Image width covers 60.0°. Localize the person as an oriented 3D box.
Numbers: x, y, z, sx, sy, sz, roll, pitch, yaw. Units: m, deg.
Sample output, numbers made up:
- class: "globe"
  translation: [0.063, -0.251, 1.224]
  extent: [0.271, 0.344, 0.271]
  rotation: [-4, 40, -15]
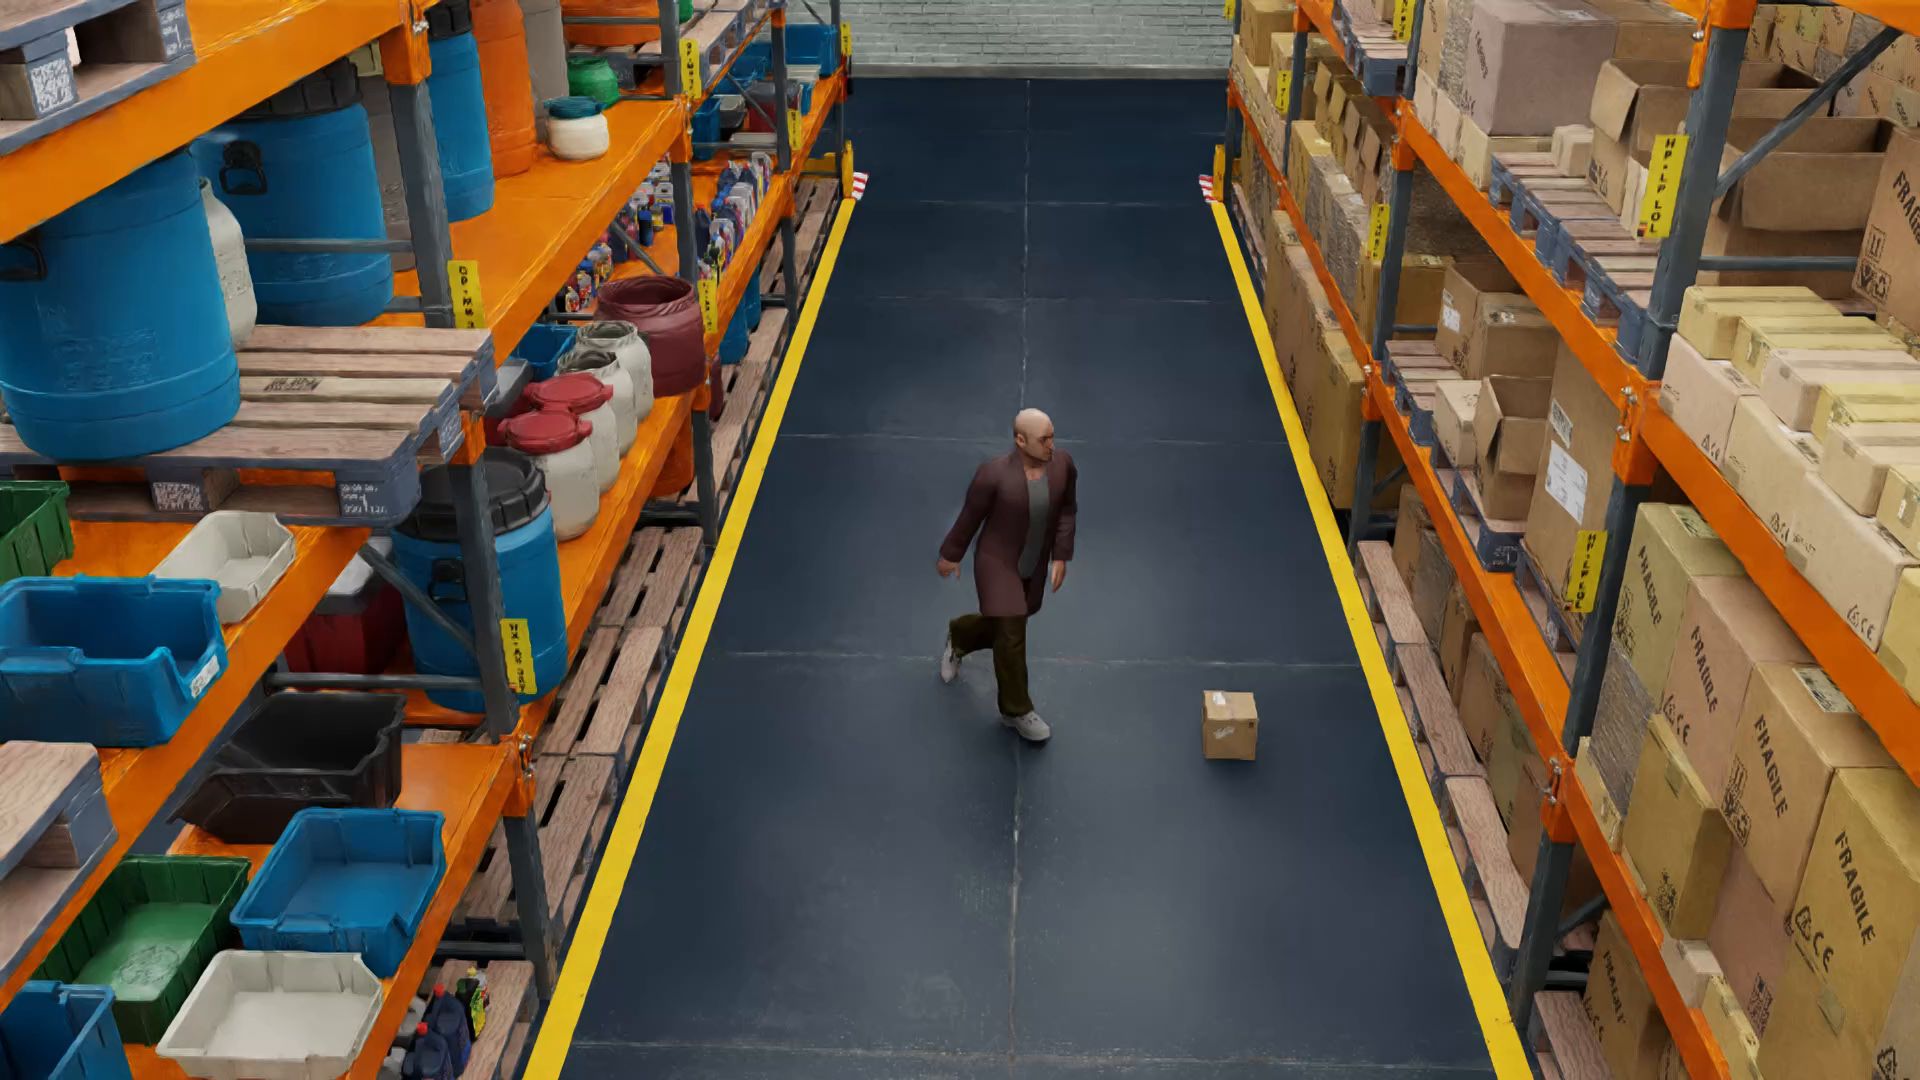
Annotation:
- class: "person"
  translation: [0.245, 0.095, 8.478]
  extent: [0.659, 1.745, 0.947]
  rotation: [-15, 31, -26]
